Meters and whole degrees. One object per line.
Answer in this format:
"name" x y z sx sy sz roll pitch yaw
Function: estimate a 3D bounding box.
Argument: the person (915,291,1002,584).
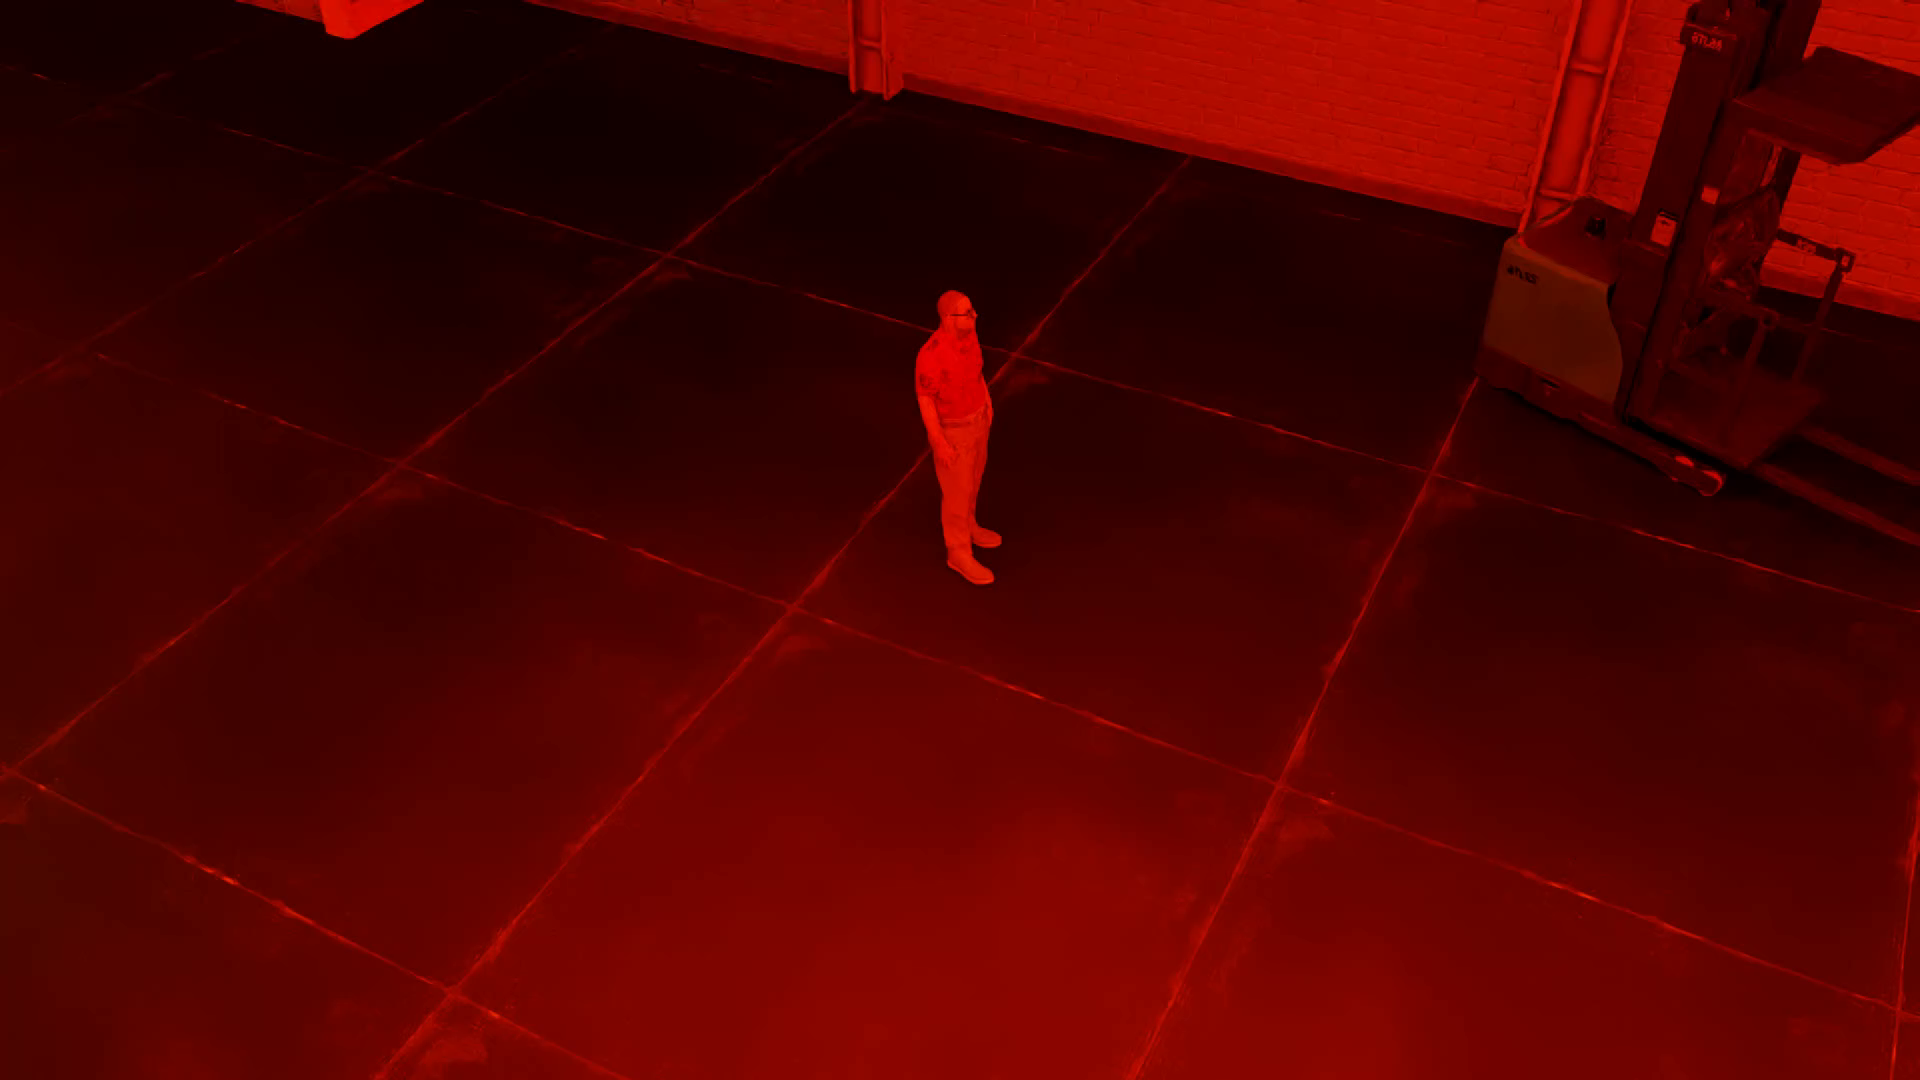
"person" 0.075 -0.633 9.660 0.548 1.727 0.640 18 43 21

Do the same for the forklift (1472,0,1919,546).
"forklift" 4.933 -1.776 10.095 1.130 2.935 3.031 -31 49 -31
